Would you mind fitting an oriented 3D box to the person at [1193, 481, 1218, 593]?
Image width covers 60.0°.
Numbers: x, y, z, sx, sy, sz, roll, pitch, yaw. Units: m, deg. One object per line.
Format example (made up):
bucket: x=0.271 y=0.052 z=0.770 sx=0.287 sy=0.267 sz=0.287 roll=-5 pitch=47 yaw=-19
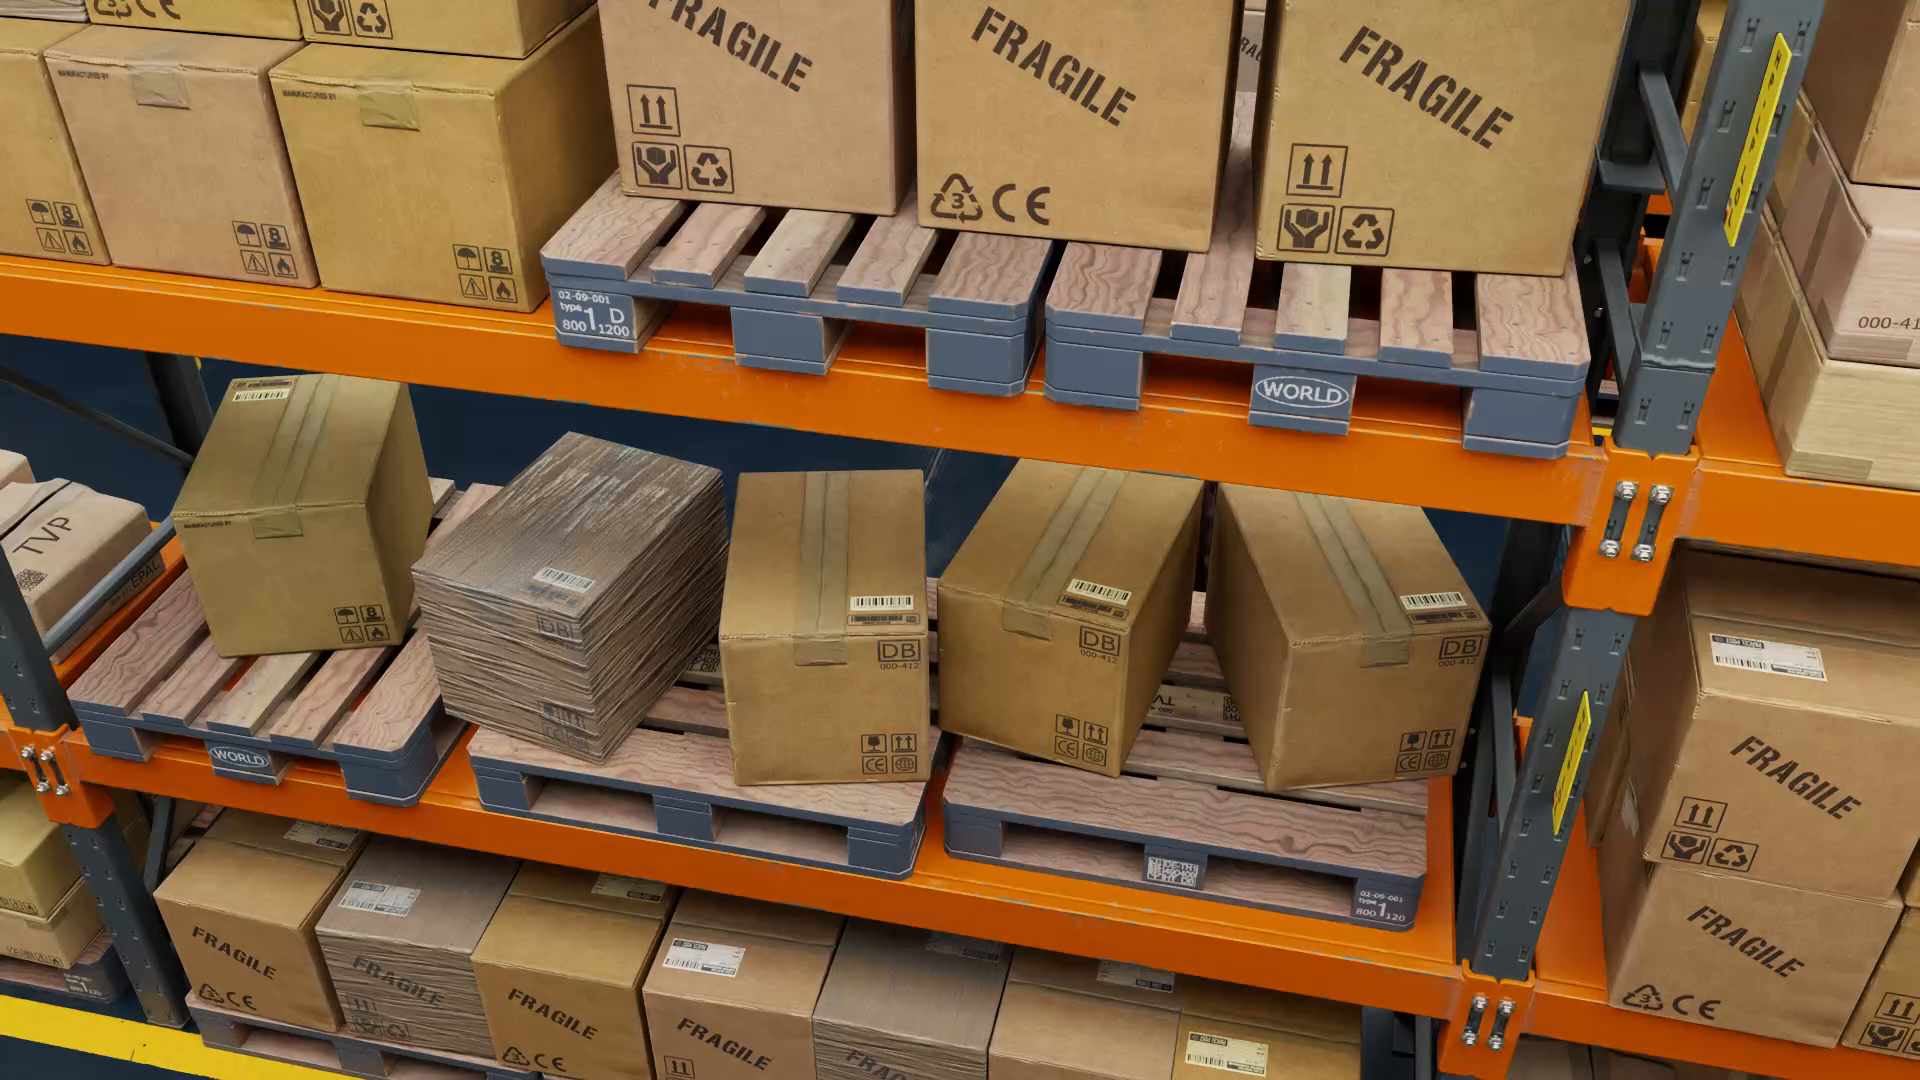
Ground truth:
person: x=0.914 y=-0.055 z=6.302 sx=0.552 sy=1.699 sz=0.608 roll=4 pitch=36 yaw=5
